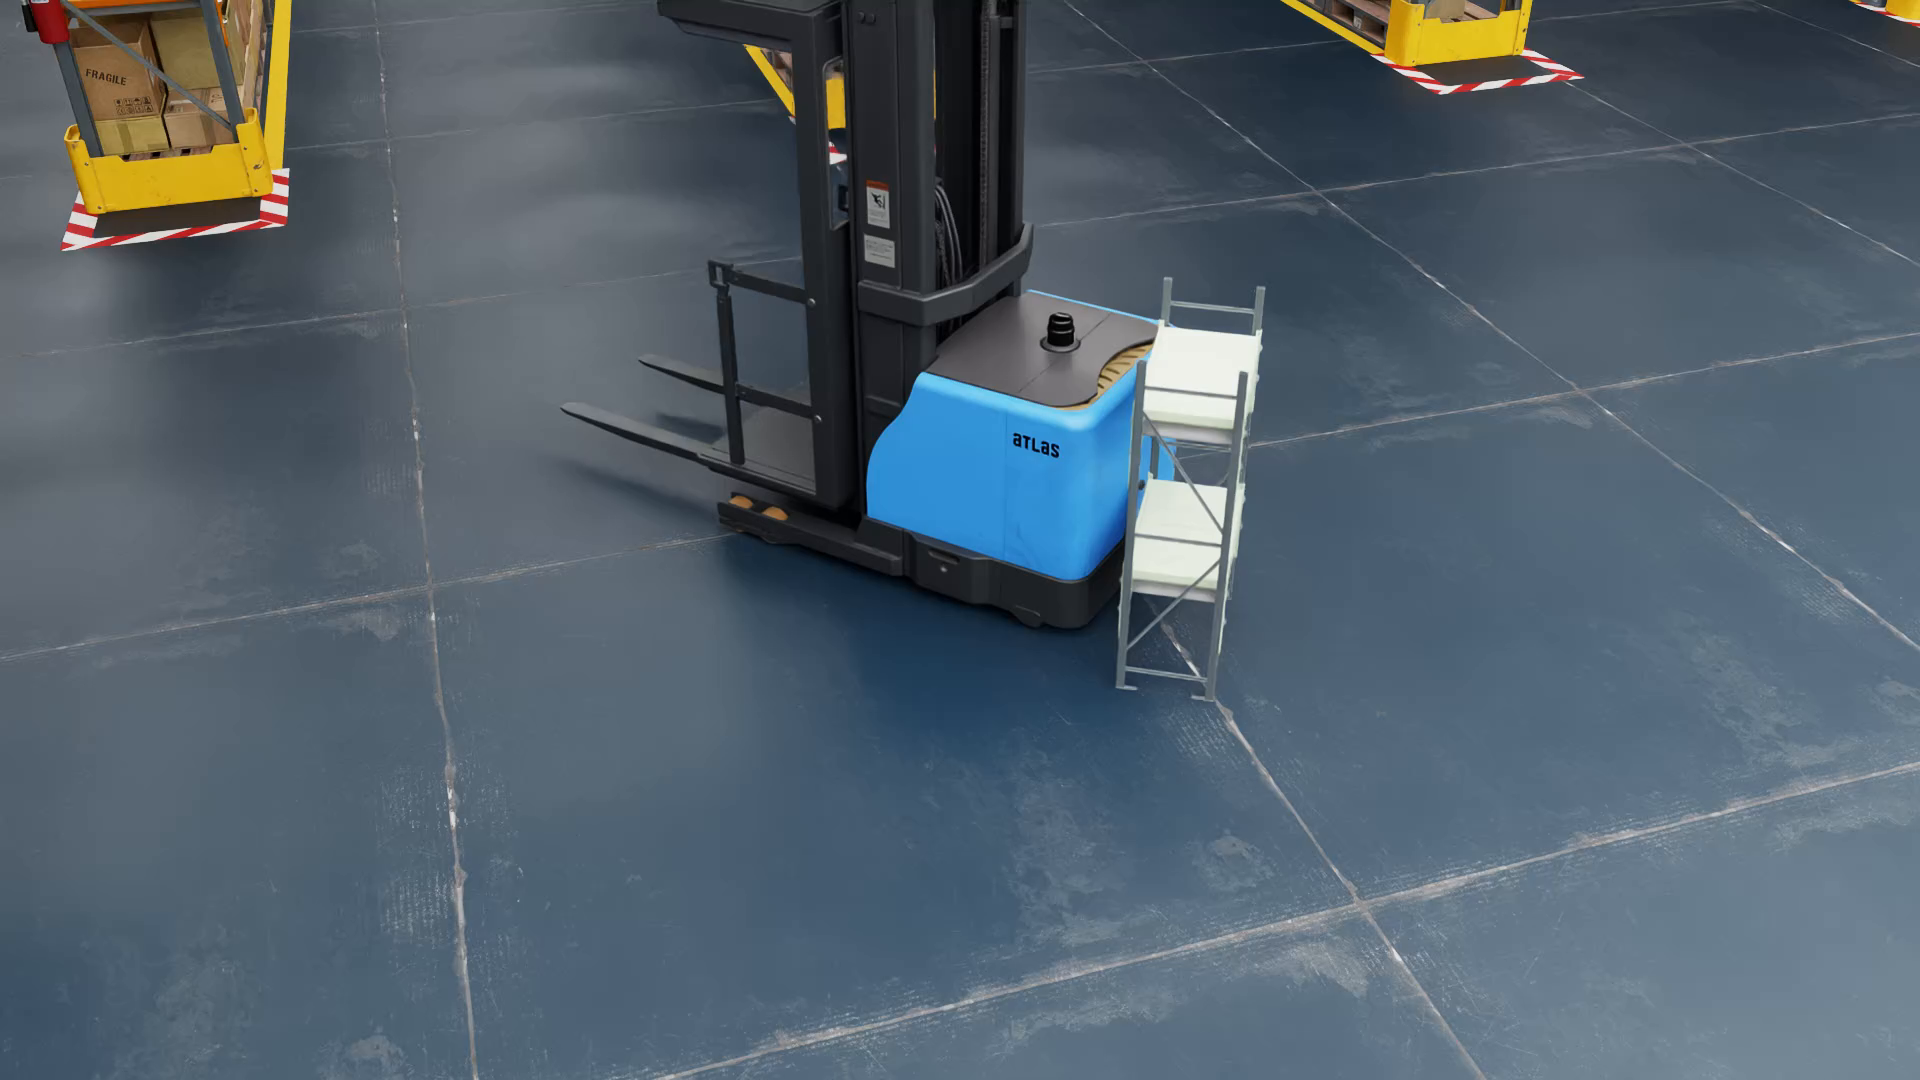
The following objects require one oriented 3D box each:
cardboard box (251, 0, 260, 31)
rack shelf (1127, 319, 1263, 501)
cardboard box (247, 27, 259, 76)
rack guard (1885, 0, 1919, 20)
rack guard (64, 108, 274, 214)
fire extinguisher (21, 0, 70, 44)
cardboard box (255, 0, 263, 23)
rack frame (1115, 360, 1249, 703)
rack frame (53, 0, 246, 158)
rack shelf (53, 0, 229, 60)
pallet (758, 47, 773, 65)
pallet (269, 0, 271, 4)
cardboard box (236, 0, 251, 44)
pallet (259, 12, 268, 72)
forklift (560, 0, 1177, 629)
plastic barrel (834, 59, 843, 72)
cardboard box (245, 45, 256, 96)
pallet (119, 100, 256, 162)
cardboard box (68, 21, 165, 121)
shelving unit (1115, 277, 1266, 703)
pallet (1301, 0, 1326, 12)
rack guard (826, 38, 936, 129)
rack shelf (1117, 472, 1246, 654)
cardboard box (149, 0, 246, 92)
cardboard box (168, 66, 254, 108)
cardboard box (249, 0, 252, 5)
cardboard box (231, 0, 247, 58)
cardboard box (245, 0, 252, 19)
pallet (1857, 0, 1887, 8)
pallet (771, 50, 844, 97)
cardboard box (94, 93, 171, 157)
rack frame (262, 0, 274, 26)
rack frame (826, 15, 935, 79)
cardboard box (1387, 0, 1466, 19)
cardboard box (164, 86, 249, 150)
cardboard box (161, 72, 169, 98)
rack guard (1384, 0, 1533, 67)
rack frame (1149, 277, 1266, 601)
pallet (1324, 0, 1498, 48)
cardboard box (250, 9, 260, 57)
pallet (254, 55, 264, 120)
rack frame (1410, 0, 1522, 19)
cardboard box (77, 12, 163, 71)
[{"bbox_3d":[-6.018,-4.261,13.590,0.500,0.250,0.500,-10,35,-15],"label":"cardboard box"},{"bbox_3d":[0.919,-0.517,6.464,0.431,0.370,0.720,7,34,11],"label":"rack shelf"},{"bbox_3d":[-5.698,-3.738,12.799,0.500,0.250,0.500,-10,35,-15],"label":"cardboard box"},{"bbox_3d":[8.906,-4.993,14.852,1.175,0.500,0.348,-10,35,-15],"label":"rack guard"},{"bbox_3d":[-5.283,-2.548,11.152,1.175,0.500,0.348,-10,35,-15],"label":"rack guard"},{"bbox_3d":[-5.697,-3.431,10.291,0.296,0.674,0.183,-10,35,-15],"label":"fire extinguisher"},{"bbox_3d":[-6.161,-4.525,13.990,0.500,0.250,0.500,-10,35,-15],"label":"cardboard box"},{"bbox_3d":[0.835,0.005,6.382,0.400,1.500,0.023,7,34,11],"label":"rack frame"},{"bbox_3d":[-5.291,-3.603,10.482,1.000,3.000,0.127,-10,35,-15],"label":"rack frame"},{"bbox_3d":[-5.901,-4.353,12.270,1.077,0.370,4.000,-10,35,-15],"label":"rack shelf"},{"bbox_3d":[-1.251,-4.370,14.172,1.003,0.211,1.213,-10,35,-15],"label":"pallet"},{"bbox_3d":[-6.773,-4.920,15.005,1.003,0.211,1.213,-10,35,-15],"label":"pallet"},{"bbox_3d":[-5.697,-4.051,12.593,0.500,0.500,0.500,-10,35,-15],"label":"cardboard box"},{"bbox_3d":[-6.308,-4.116,13.787,1.003,0.211,1.213,-10,35,-15],"label":"pallet"},{"bbox_3d":[-0.540,-1.438,7.267,3.031,2.935,1.130,18,37,25],"label":"forklift"},{"bbox_3d":[-0.846,-3.904,12.813,0.421,0.512,0.421,0,33,0],"label":"plastic barrel"},{"bbox_3d":[-5.551,-3.475,12.401,0.500,0.250,0.500,-10,35,-15],"label":"cardboard box"},{"bbox_3d":[-5.564,-2.834,11.848,1.003,0.211,1.213,-10,35,-15],"label":"pallet"},{"bbox_3d":[-5.738,-3.176,11.268,0.500,0.500,0.500,-10,35,-15],"label":"cardboard box"},{"bbox_3d":[0.919,-0.191,6.679,0.431,1.500,0.755,7,34,11],"label":"shelving unit"},{"bbox_3d":[3.539,-5.216,15.452,1.003,0.211,1.213,-10,35,-15],"label":"pallet"},{"bbox_3d":[-0.640,-3.423,12.477,1.175,0.500,0.348,-10,35,-15],"label":"rack guard"},{"bbox_3d":[0.919,0.081,6.859,0.431,0.370,0.720,7,34,11],"label":"rack shelf"},{"bbox_3d":[-5.397,-3.525,11.797,0.500,0.500,0.500,-10,35,-15],"label":"cardboard box"},{"bbox_3d":[-5.398,-3.212,12.004,0.500,0.250,0.500,-10,35,-15],"label":"cardboard box"},{"bbox_3d":[-6.020,-4.573,13.383,0.500,0.500,0.500,-10,35,-15],"label":"cardboard box"},{"bbox_3d":[-5.562,-3.786,12.191,0.500,0.500,0.500,-10,35,-15],"label":"cardboard box"},{"bbox_3d":[-5.864,-4.311,12.987,0.500,0.500,0.500,-10,35,-15],"label":"cardboard box"},{"bbox_3d":[8.581,-5.292,15.567,1.003,0.211,1.213,-10,35,-15],"label":"pallet"},{"bbox_3d":[-0.883,-3.730,13.204,1.003,0.211,1.213,-10,35,-15],"label":"pallet"},{"bbox_3d":[-5.736,-2.863,11.475,0.500,0.250,0.500,-10,35,-15],"label":"cardboard box"},{"bbox_3d":[-6.511,-5.703,13.660,1.000,3.000,0.127,-10,35,-15],"label":"rack frame"},{"bbox_3d":[-0.572,-4.434,11.740,1.000,3.000,0.127,-10,35,-15],"label":"rack frame"},{"bbox_3d":[3.970,-4.730,14.074,0.500,0.500,0.500,-4,34,-6],"label":"cardboard box"},{"bbox_3d":[-5.242,-2.950,11.607,0.500,0.250,0.500,-10,35,-15],"label":"cardboard box"},{"bbox_3d":[-5.900,-3.124,11.870,0.500,0.250,0.500,-10,35,-15],"label":"cardboard box"},{"bbox_3d":[4.121,-4.264,13.750,1.175,0.500,0.348,-10,35,-15],"label":"rack guard"},{"bbox_3d":[1.004,-0.388,6.976,0.400,1.500,0.023,7,34,11],"label":"rack frame"},{"bbox_3d":[3.907,-4.576,14.484,1.003,0.211,1.213,-10,35,-15],"label":"pallet"},{"bbox_3d":[-5.852,-4.001,13.197,0.500,0.250,0.500,-10,35,-15],"label":"cardboard box"},{"bbox_3d":[-5.932,-3.474,12.816,1.003,0.211,1.213,-10,35,-15],"label":"pallet"},{"bbox_3d":[4.145,-5.267,13.000,1.000,3.000,0.127,-10,35,-15],"label":"rack frame"},{"bbox_3d":[-6.057,-3.698,12.059,0.500,0.500,0.500,-10,35,-15],"label":"cardboard box"}]
